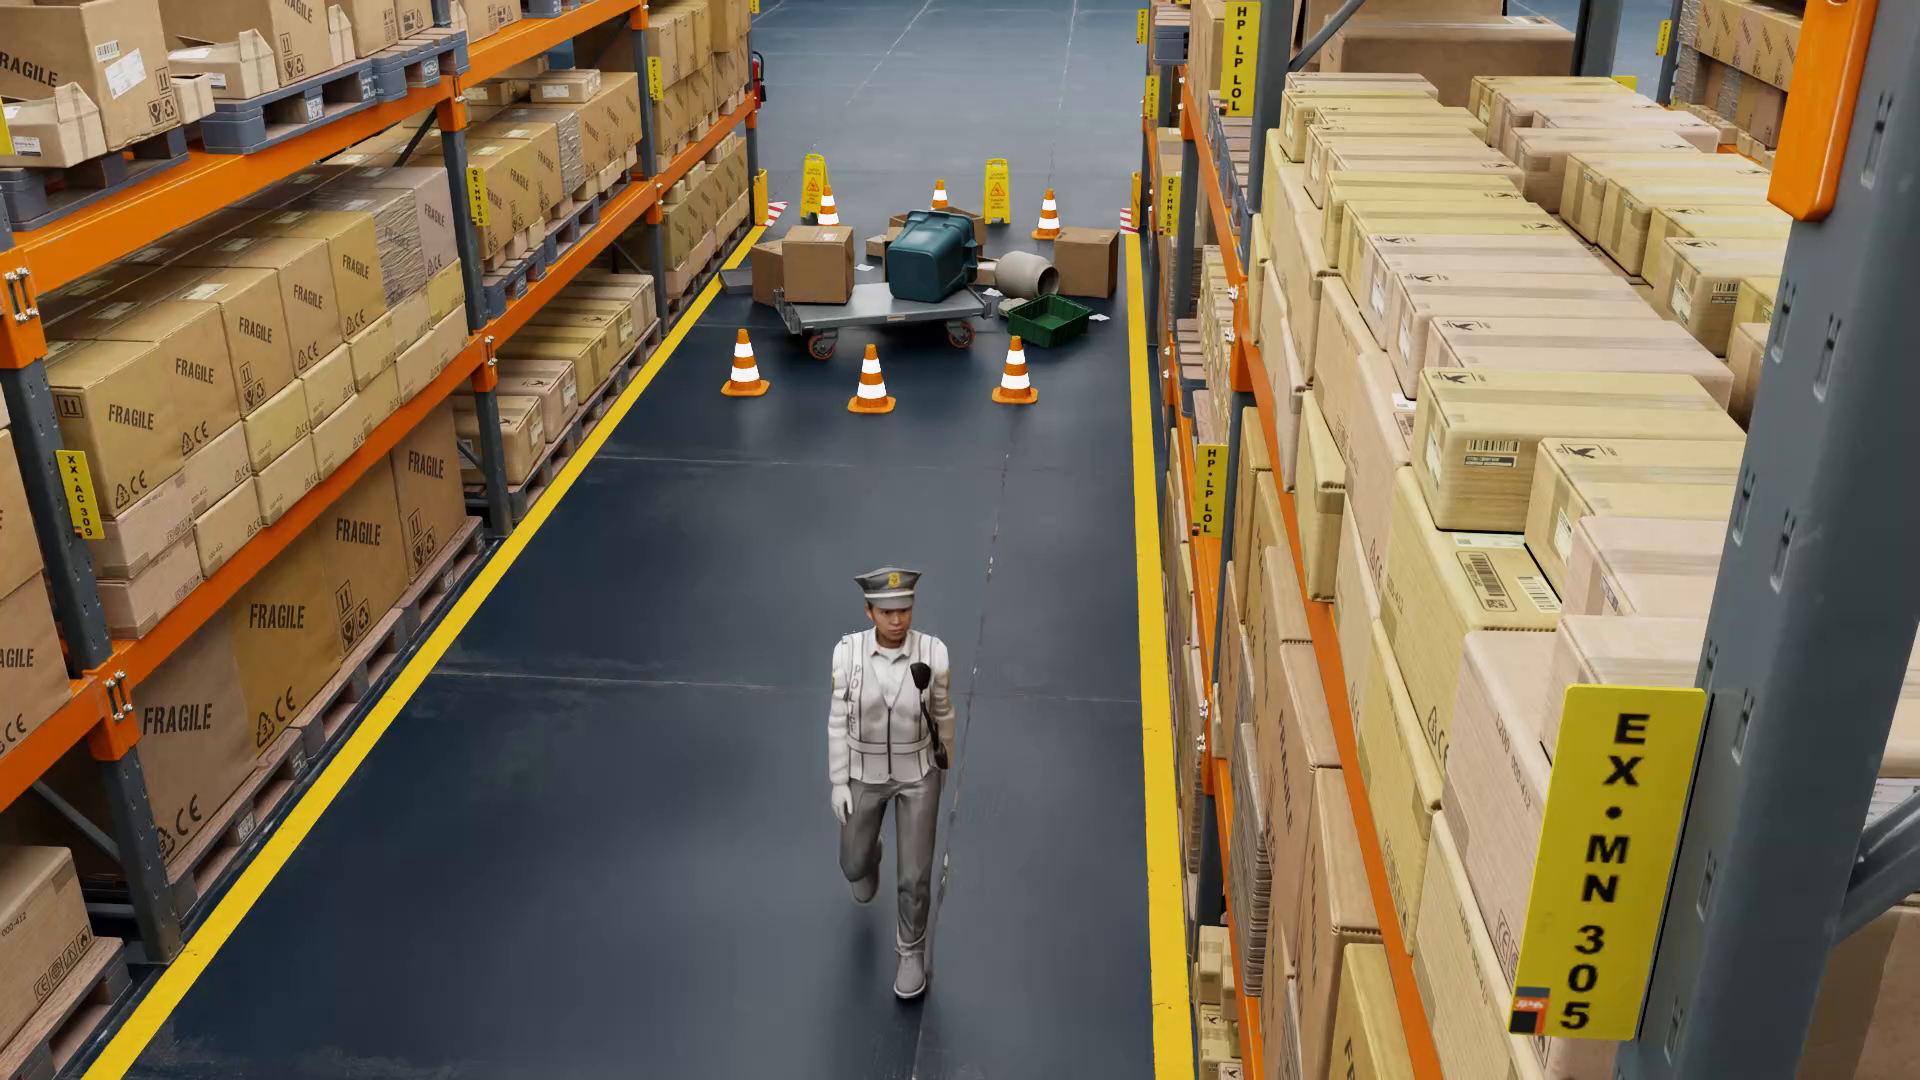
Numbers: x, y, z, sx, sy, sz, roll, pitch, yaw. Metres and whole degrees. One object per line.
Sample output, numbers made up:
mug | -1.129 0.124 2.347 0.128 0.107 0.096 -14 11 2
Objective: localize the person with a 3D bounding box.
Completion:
person | -1.186 -0.643 6.667 6.510 2.360 21.563 0 25 1
